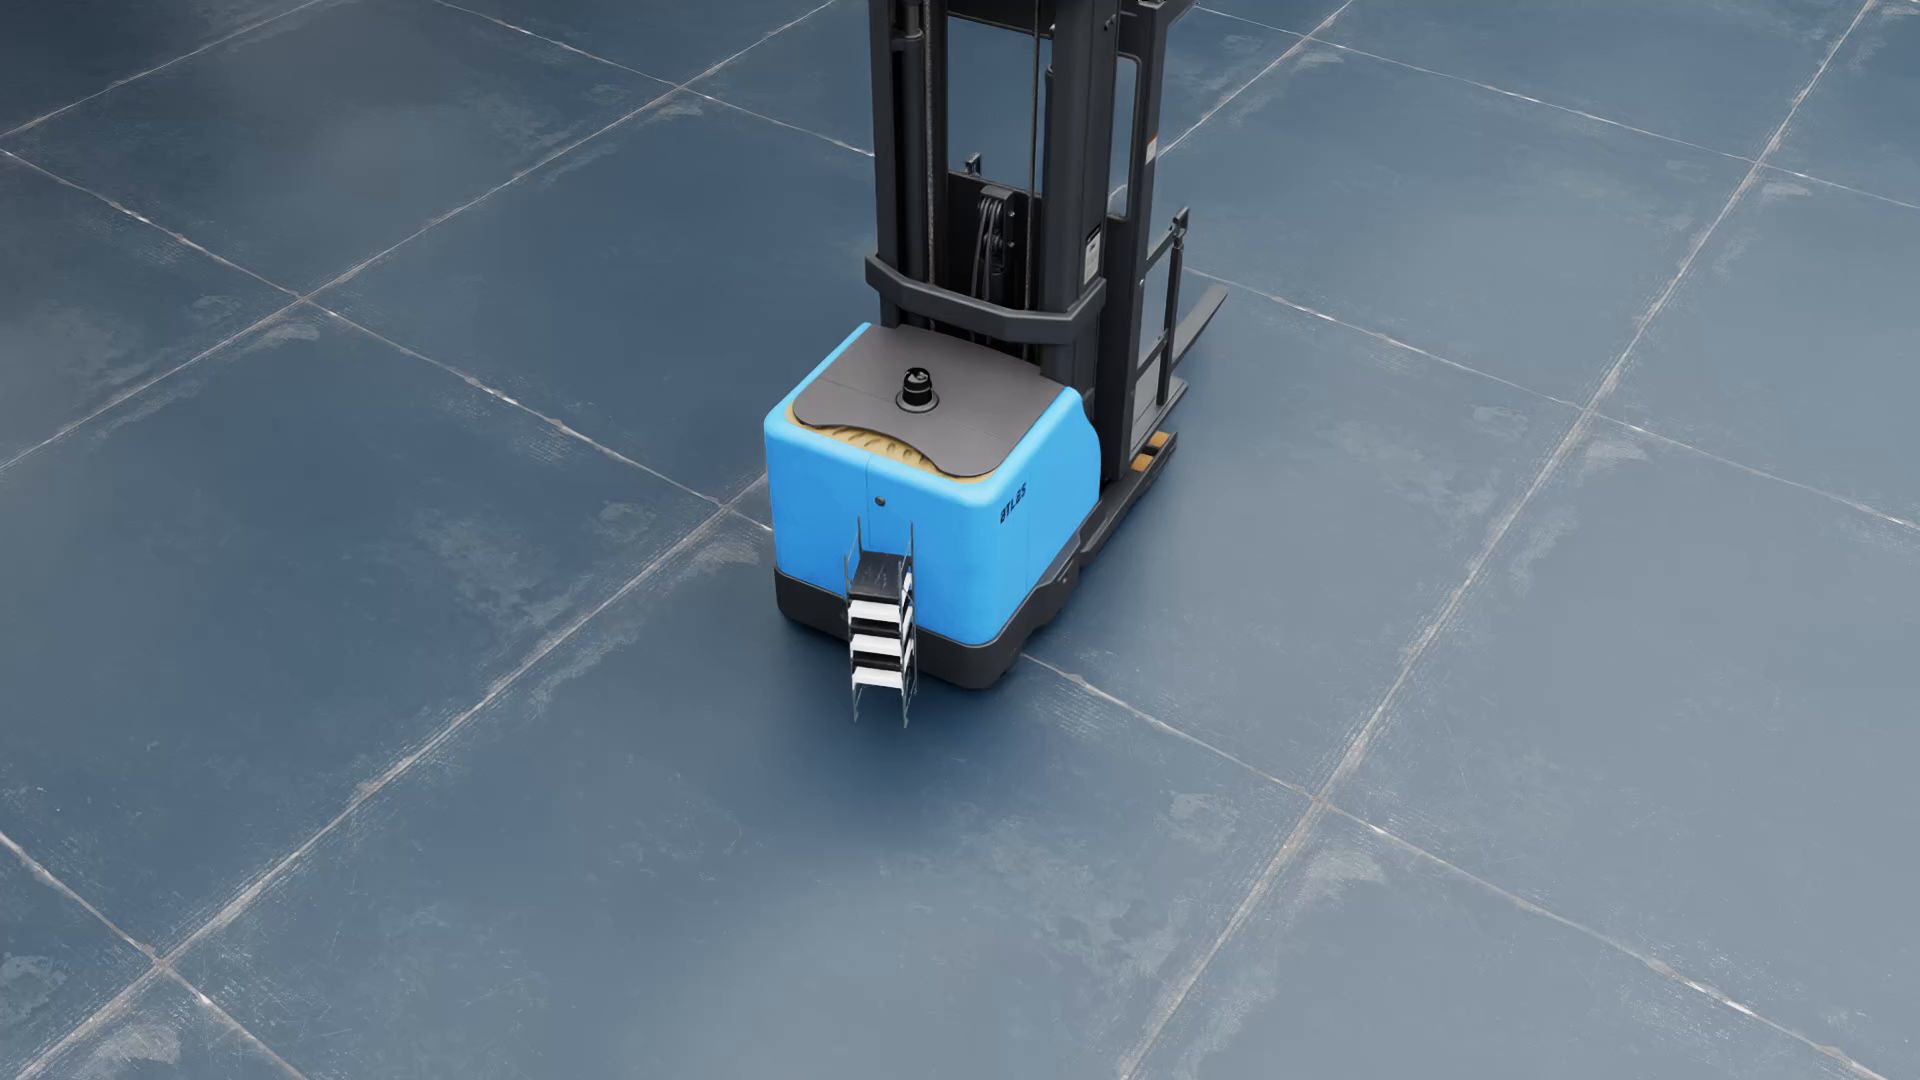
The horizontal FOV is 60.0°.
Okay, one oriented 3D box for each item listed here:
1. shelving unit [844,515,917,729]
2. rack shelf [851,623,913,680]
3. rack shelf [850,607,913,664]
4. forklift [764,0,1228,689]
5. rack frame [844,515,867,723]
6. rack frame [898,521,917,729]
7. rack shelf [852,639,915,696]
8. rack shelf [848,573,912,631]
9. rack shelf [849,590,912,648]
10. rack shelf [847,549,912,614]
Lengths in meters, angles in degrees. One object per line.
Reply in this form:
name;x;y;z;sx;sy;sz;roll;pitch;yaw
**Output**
shelving unit;-0.301;0.331;6.454;0.210;0.900;0.258;7;42;8
rack shelf;-0.301;0.423;6.536;0.200;0.077;0.258;7;42;8
rack shelf;-0.301;0.356;6.476;0.200;0.077;0.258;7;42;8
forklift;0.372;-1.464;6.936;1.130;2.935;3.031;20;46;21
rack frame;-0.401;0.319;6.467;0.006;0.900;0.240;7;42;8
rack frame;-0.201;0.343;6.440;0.006;0.900;0.240;7;42;8
rack shelf;-0.301;0.490;6.596;0.200;0.077;0.258;7;42;8
rack shelf;-0.301;0.222;6.356;0.200;0.077;0.258;7;42;8
rack shelf;-0.301;0.289;6.416;0.200;0.077;0.258;7;42;8
rack shelf;-0.301;0.155;6.296;0.200;0.077;0.258;7;42;8
